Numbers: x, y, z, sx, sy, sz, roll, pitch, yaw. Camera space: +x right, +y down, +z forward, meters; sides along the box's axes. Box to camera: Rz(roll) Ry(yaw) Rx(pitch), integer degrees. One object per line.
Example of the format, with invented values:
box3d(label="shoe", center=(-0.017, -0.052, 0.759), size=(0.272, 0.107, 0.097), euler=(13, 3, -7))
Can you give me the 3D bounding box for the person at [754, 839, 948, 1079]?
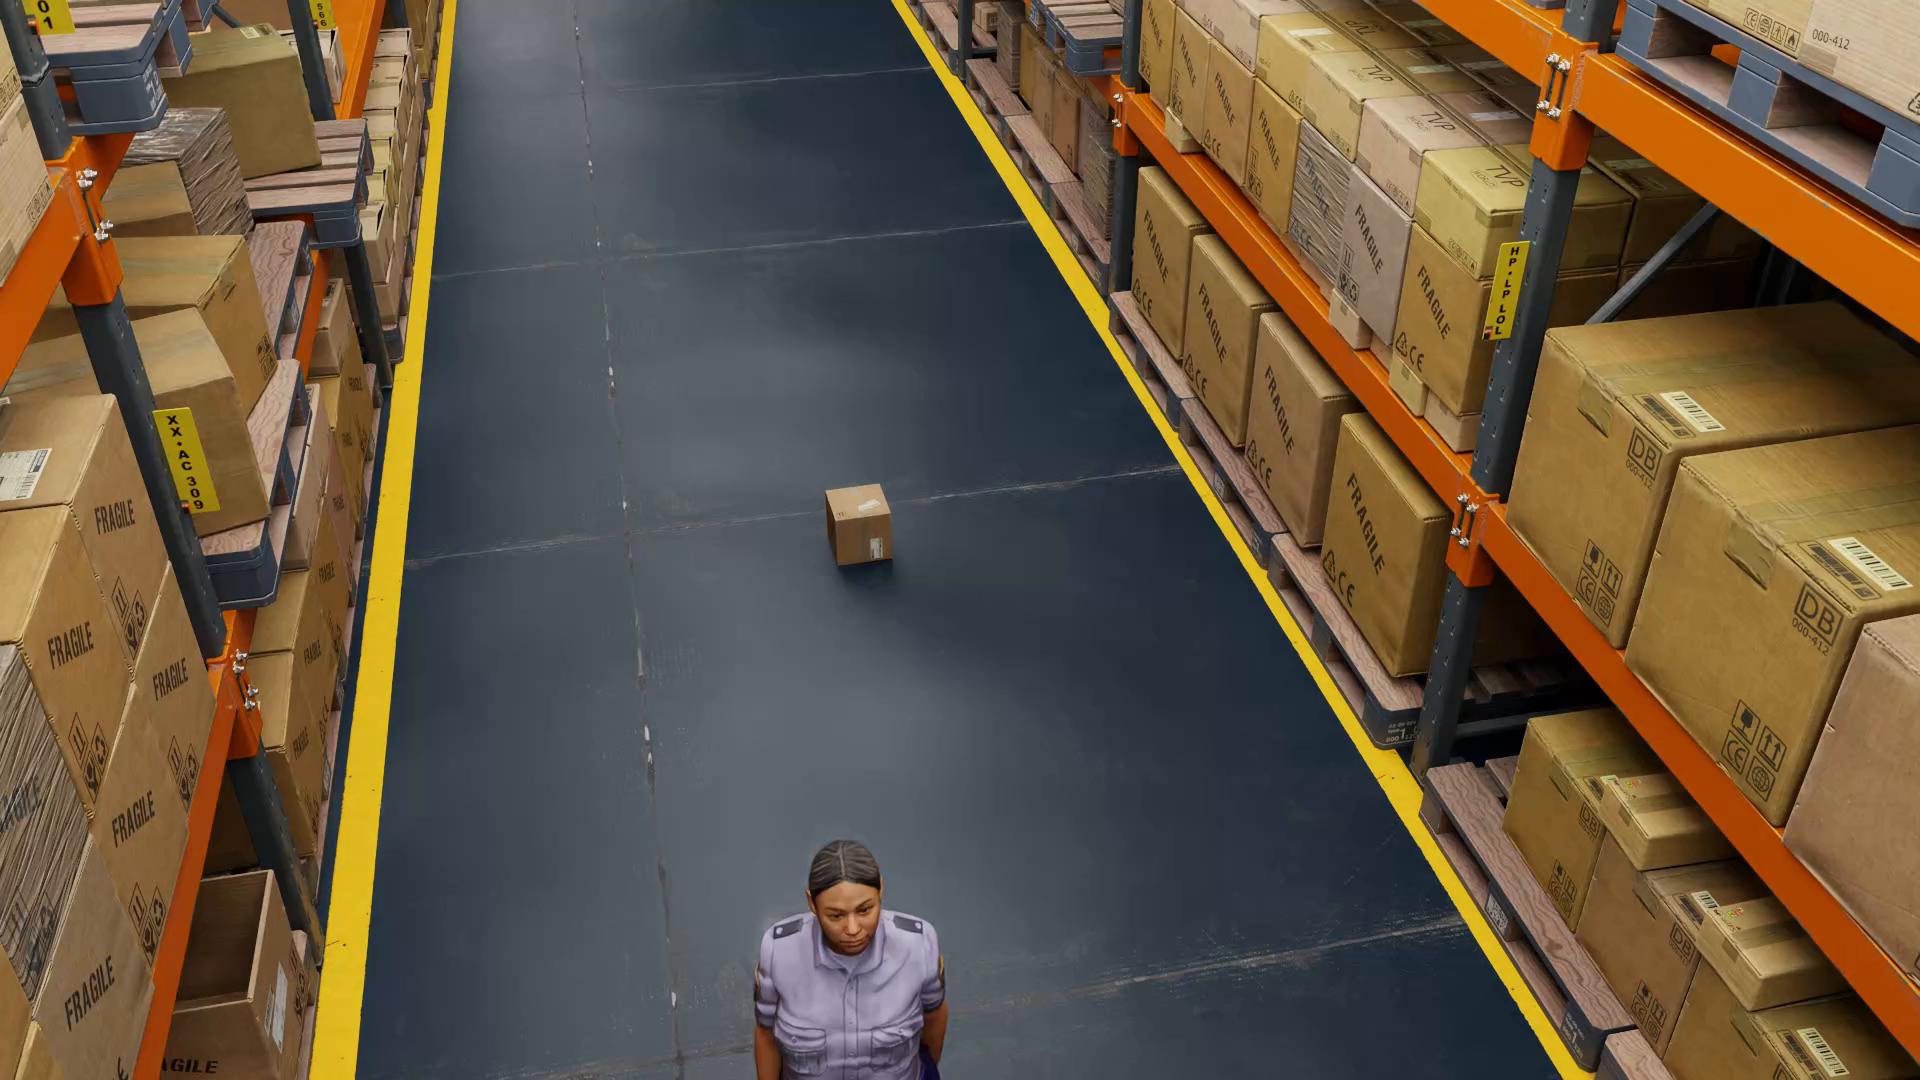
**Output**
box3d(label="person", center=(-0.263, 1.368, 4.153), size=(0.465, 1.608, 0.820), euler=(1, 35, 1))
